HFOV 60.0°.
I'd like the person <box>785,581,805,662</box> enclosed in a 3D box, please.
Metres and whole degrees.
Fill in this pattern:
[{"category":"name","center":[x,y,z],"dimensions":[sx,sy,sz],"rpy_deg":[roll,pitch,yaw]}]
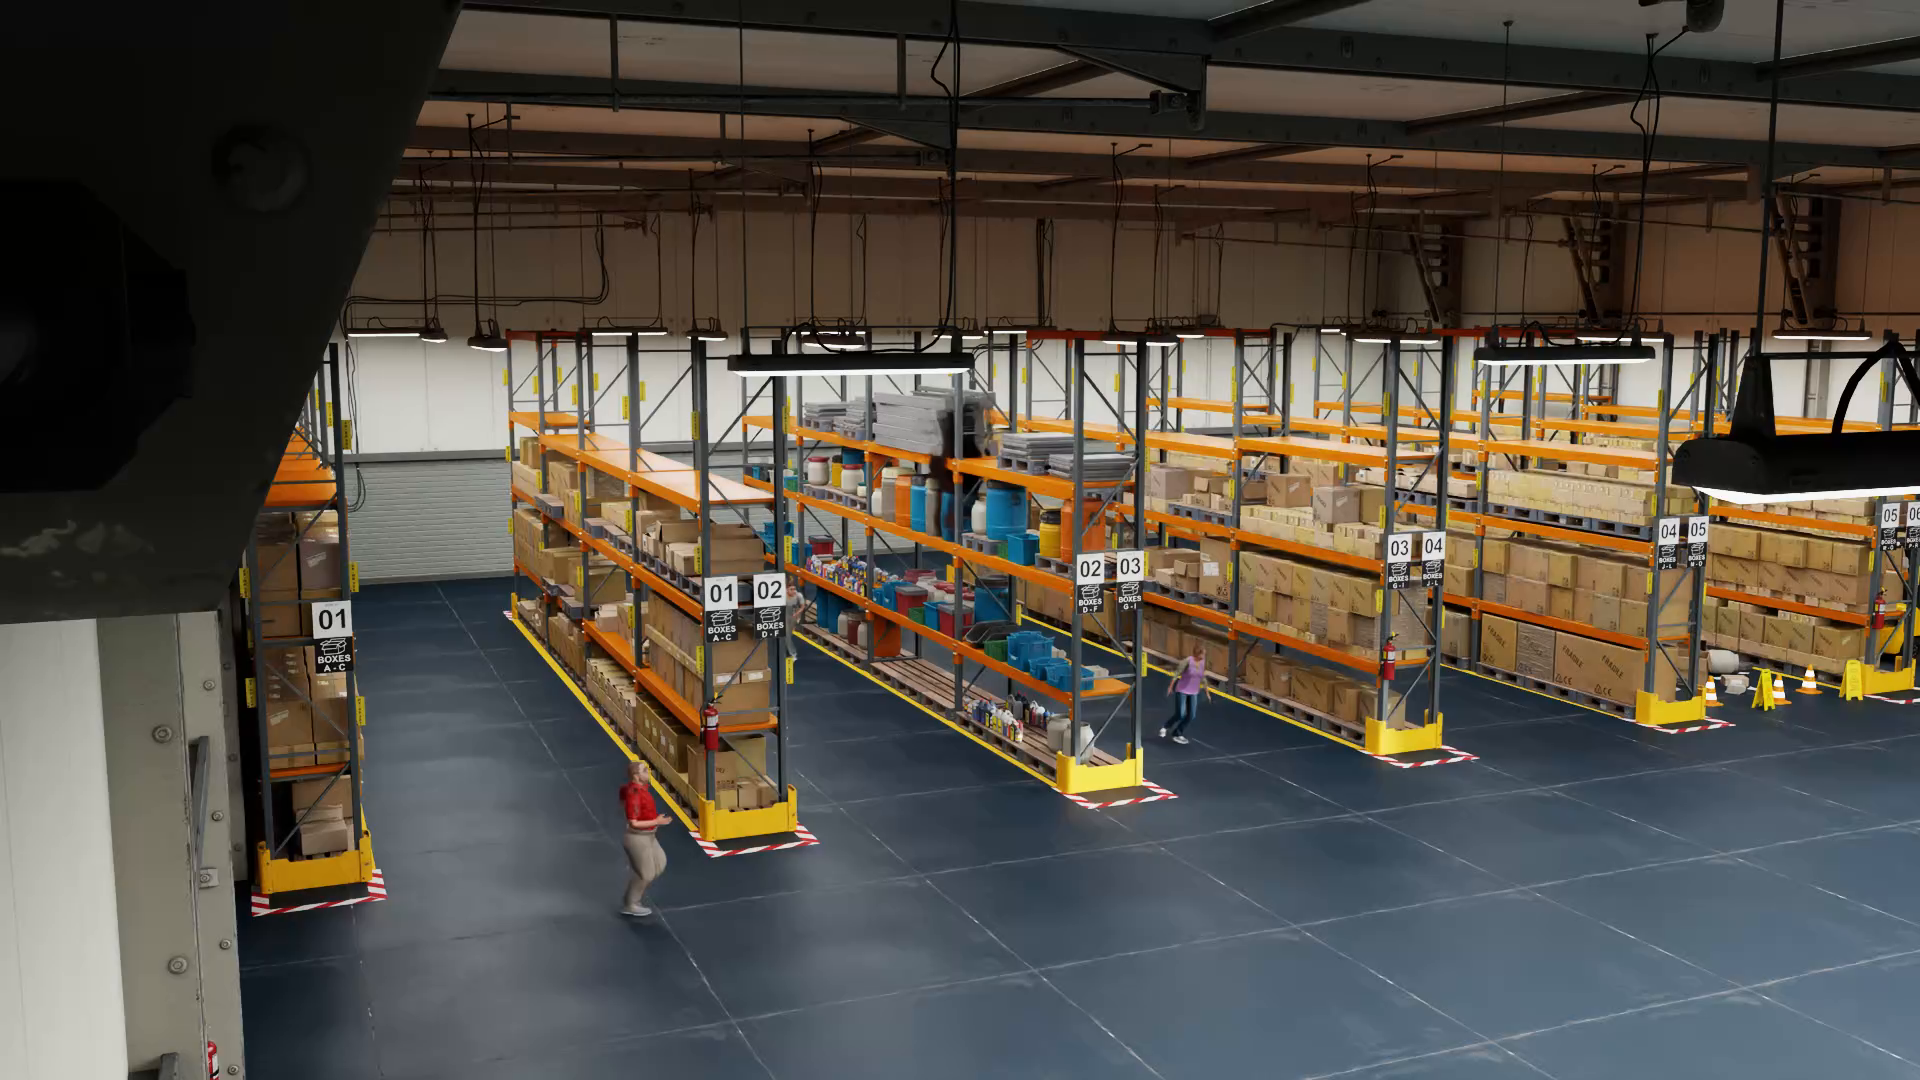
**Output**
[{"category":"person","center":[-3.158,1.433,30.694],"dimensions":[0.567,1.510,1.037],"rpy_deg":[-1,8,-11]}]

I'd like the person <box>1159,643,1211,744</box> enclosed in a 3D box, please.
[{"category":"person","center":[3.324,2.256,24.505],"dimensions":[0.659,1.505,0.601],"rpy_deg":[-4,9,-29]}]

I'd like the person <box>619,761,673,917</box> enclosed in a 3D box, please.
[{"category":"person","center":[-3.299,3.150,17.453],"dimensions":[0.575,1.712,0.643],"rpy_deg":[-1,8,-7]}]
